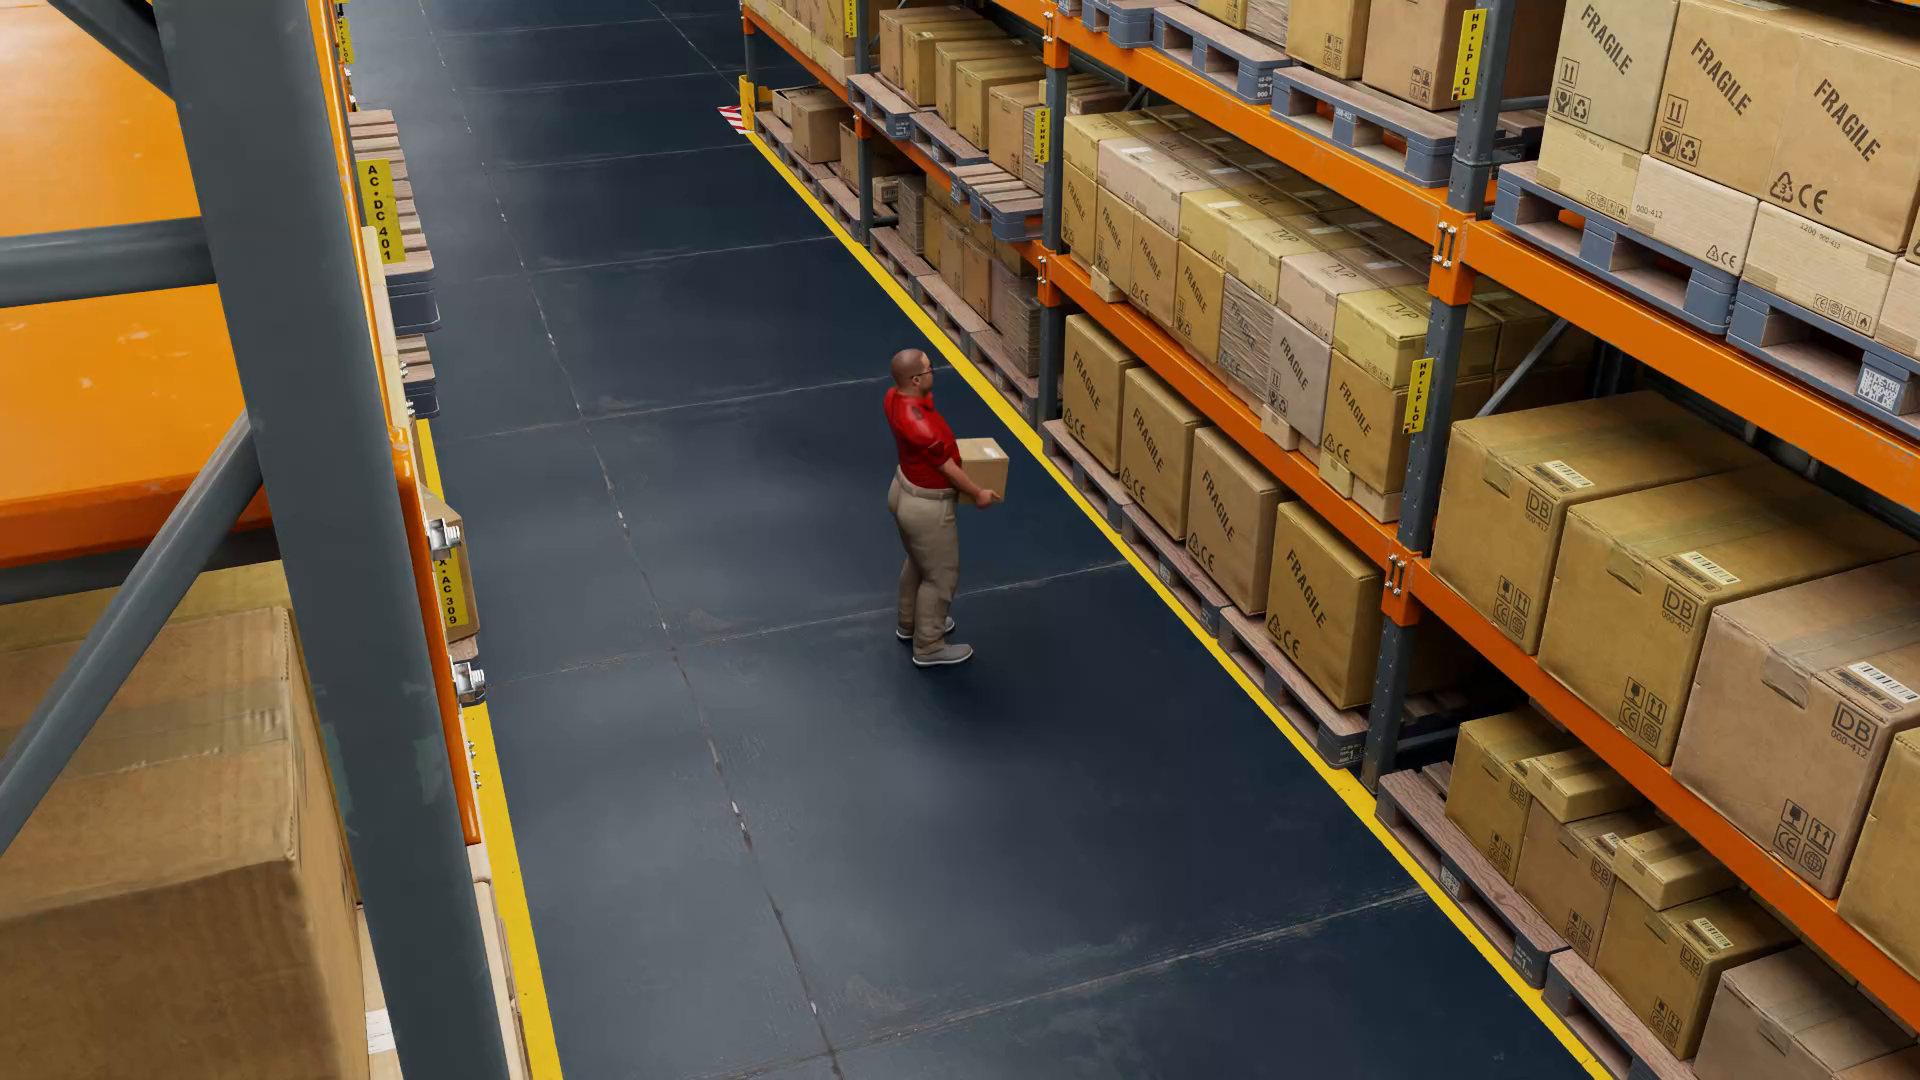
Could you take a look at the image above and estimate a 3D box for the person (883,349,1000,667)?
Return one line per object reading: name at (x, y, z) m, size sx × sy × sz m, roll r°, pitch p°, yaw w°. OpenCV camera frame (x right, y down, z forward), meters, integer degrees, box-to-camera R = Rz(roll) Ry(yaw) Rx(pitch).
person at (-0.094, -0.193, 8.498) m, size 0.530 × 1.716 × 0.495 m, roll -10°, pitch 31°, yaw -17°
